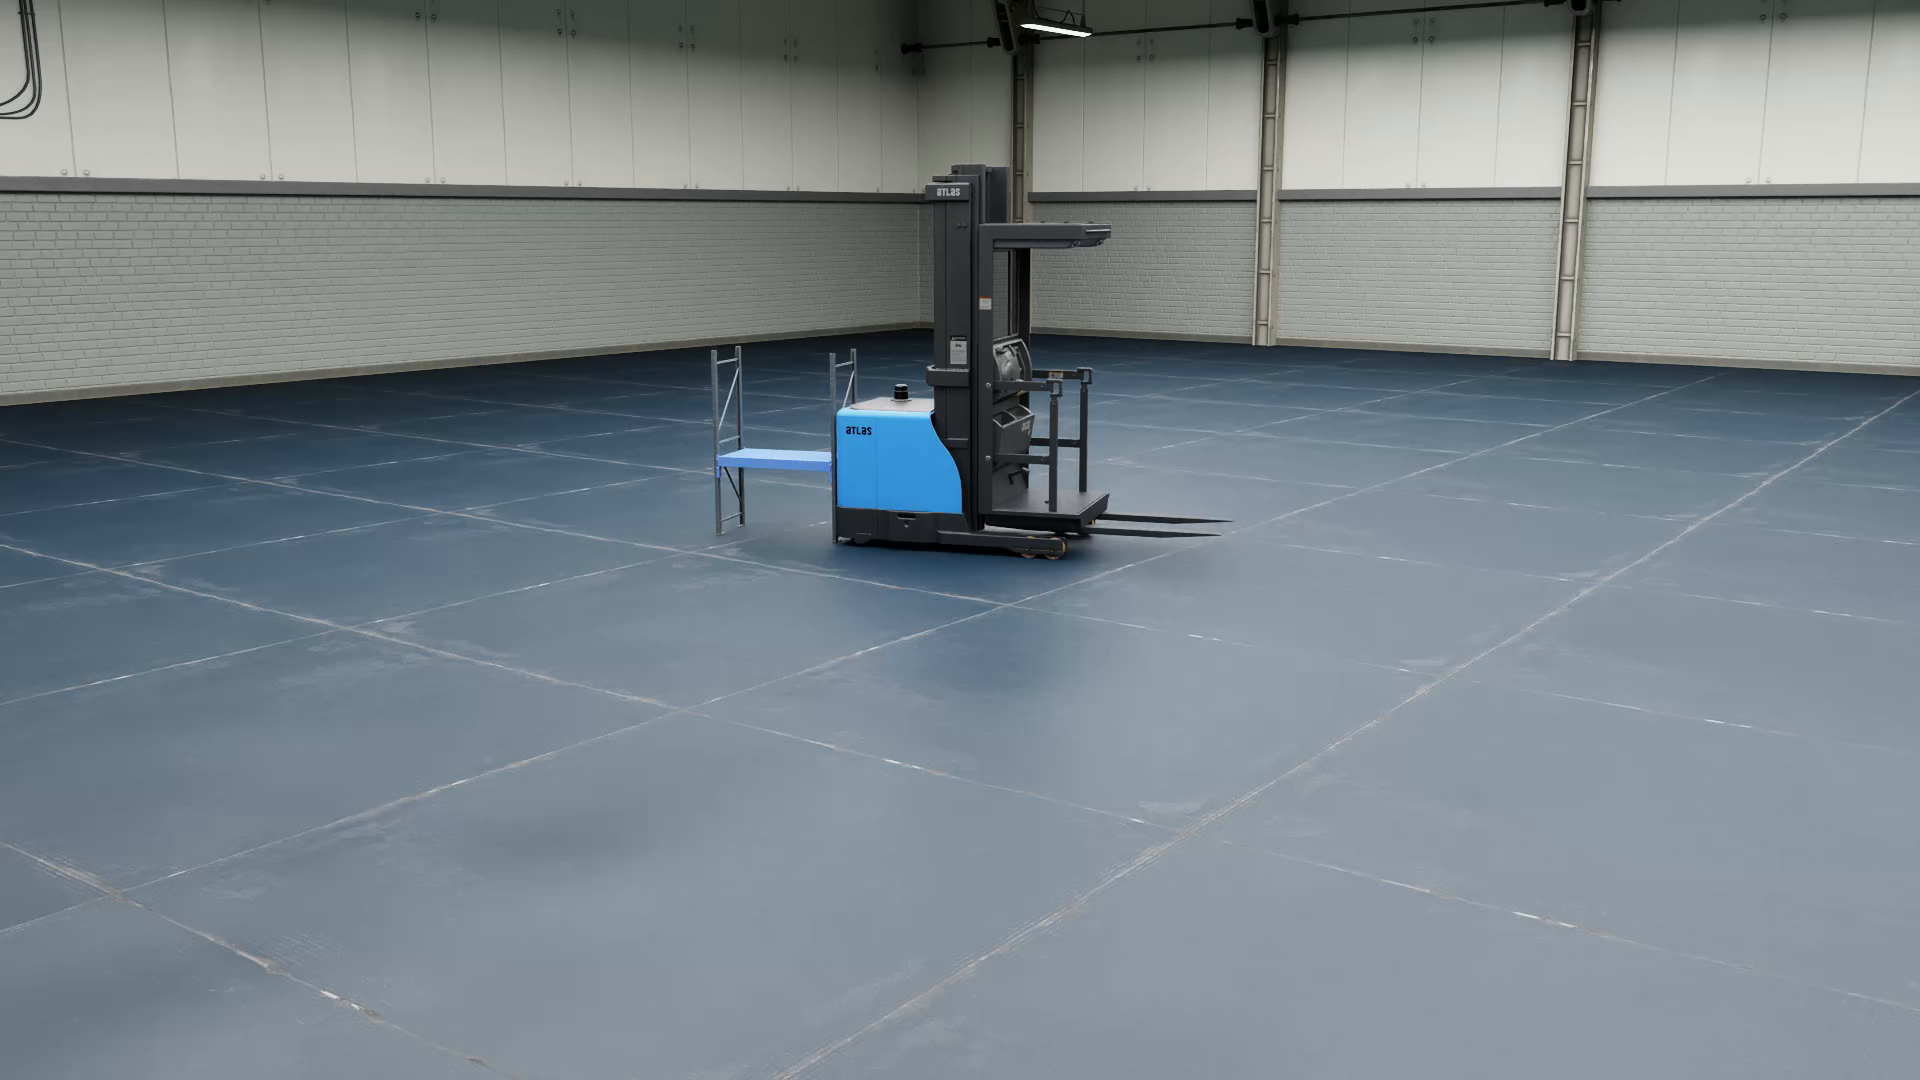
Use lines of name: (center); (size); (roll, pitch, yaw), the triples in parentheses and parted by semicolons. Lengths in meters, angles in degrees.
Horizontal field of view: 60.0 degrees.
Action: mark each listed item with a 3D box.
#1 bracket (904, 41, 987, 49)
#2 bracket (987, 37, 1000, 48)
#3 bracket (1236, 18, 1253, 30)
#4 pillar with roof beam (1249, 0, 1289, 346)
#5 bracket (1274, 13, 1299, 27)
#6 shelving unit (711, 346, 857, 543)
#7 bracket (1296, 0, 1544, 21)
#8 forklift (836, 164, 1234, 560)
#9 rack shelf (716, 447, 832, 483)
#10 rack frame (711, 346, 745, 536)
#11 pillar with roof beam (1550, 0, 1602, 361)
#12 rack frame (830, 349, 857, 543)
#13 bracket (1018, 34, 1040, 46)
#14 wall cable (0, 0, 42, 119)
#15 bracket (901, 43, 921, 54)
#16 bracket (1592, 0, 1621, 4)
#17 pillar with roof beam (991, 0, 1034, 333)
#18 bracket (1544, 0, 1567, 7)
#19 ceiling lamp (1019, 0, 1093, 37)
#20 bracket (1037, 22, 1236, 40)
bracket: (-0.617, -11.026, 37.169); (3.189, 0.066, 0.076); (8, 13, 36)
bracket: (0.817, -10.826, 36.135); (0.430, 0.232, 0.235); (8, 13, 36)
bracket: (5.653, -10.151, 32.649); (0.430, 0.232, 0.235); (8, 13, 36)
pillar with roof beam: (3.650, -7.732, 29.624); (0.548, 9.000, 9.100); (8, 13, 36)
bracket: (6.322, -10.058, 32.166); (0.430, 0.232, 0.235); (8, 13, 36)
shelving unit: (-1.412, -0.789, 13.478); (1.048, 1.500, 0.538); (3, 11, 17)
bracket: (8.399, -9.768, 30.669); (4.783, 0.066, 0.076); (8, 13, 36)
forklift: (0.595, -1.404, 12.885); (3.031, 2.935, 1.130); (3, 11, 17)
rack shelf: (-1.412, -0.613, 13.512); (1.000, 0.185, 0.538); (3, 11, 17)
rack frame: (-1.897, -0.818, 13.627); (0.032, 1.500, 0.500); (3, 11, 17)
pillar with roof beam: (8.486, -7.058, 26.137); (0.548, 9.000, 9.100); (8, 13, 36)
rack frame: (-0.927, -0.760, 13.328); (0.032, 1.500, 0.500); (3, 11, 17)
bracket: (1.486, -10.732, 35.653); (0.430, 0.232, 0.235); (8, 13, 36)
wall cable: (-13.243, -7.899, 21.529); (0.169, 6.003, 2.305); (8, 13, 36)
bracket: (-1.093, -11.092, 37.513); (0.430, 0.232, 0.235); (8, 13, 36)
bracket: (11.158, -9.383, 28.679); (0.430, 0.232, 0.235); (8, 13, 36)
pillar with roof beam: (-1.186, -8.407, 33.110); (0.548, 9.000, 9.100); (8, 13, 36)
bracket: (10.489, -9.477, 29.162); (0.430, 0.232, 0.235); (8, 13, 36)
ceiling lamp: (1.540, -10.738, 29.792); (0.800, 3.185, 2.000); (8, 13, 36)
bracket: (3.563, -10.443, 34.156); (4.783, 0.066, 0.076); (8, 13, 36)
